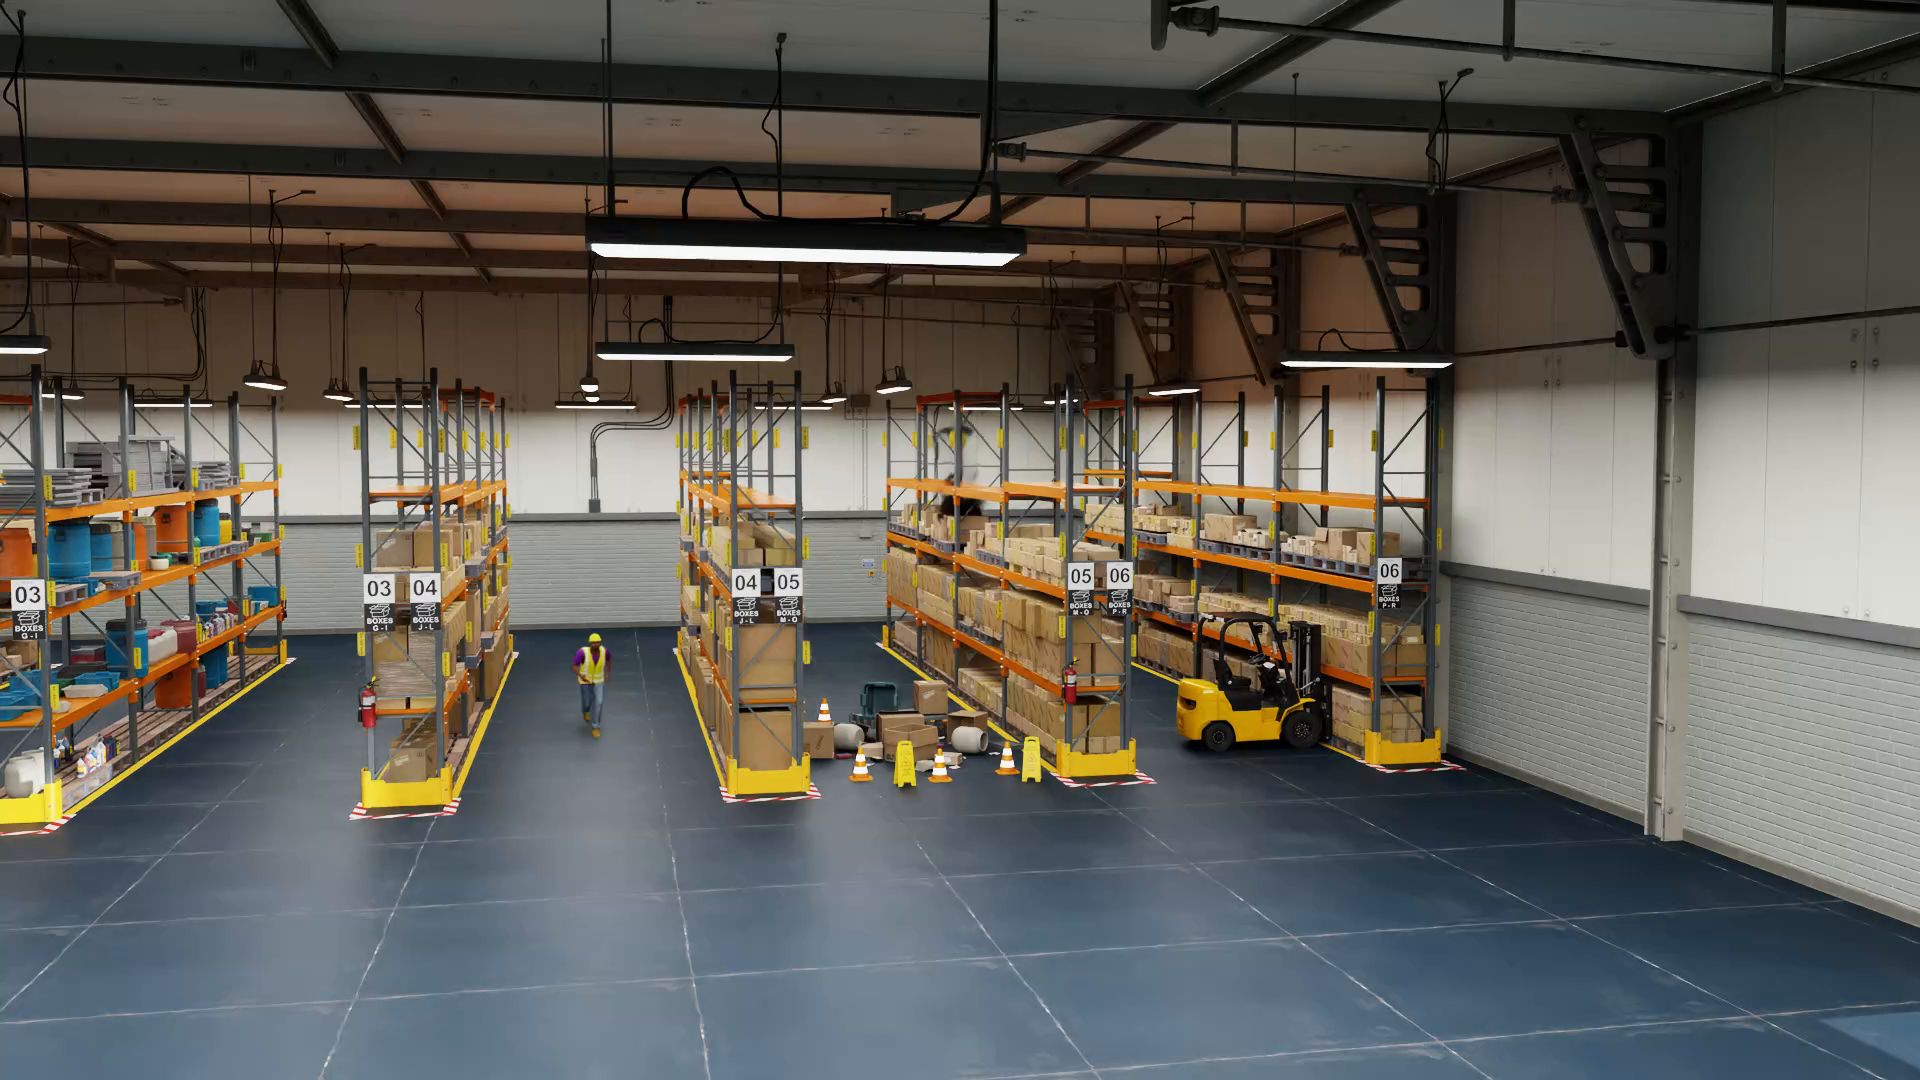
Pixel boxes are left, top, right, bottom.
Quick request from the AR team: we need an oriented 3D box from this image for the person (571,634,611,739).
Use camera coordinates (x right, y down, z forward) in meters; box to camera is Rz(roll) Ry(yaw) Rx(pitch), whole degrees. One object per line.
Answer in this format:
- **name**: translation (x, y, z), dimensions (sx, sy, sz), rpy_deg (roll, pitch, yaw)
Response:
- **person**: translation (-6.295, 2.451, 28.416), dimensions (0.700, 1.752, 1.098), rpy_deg (-1, 4, -22)
